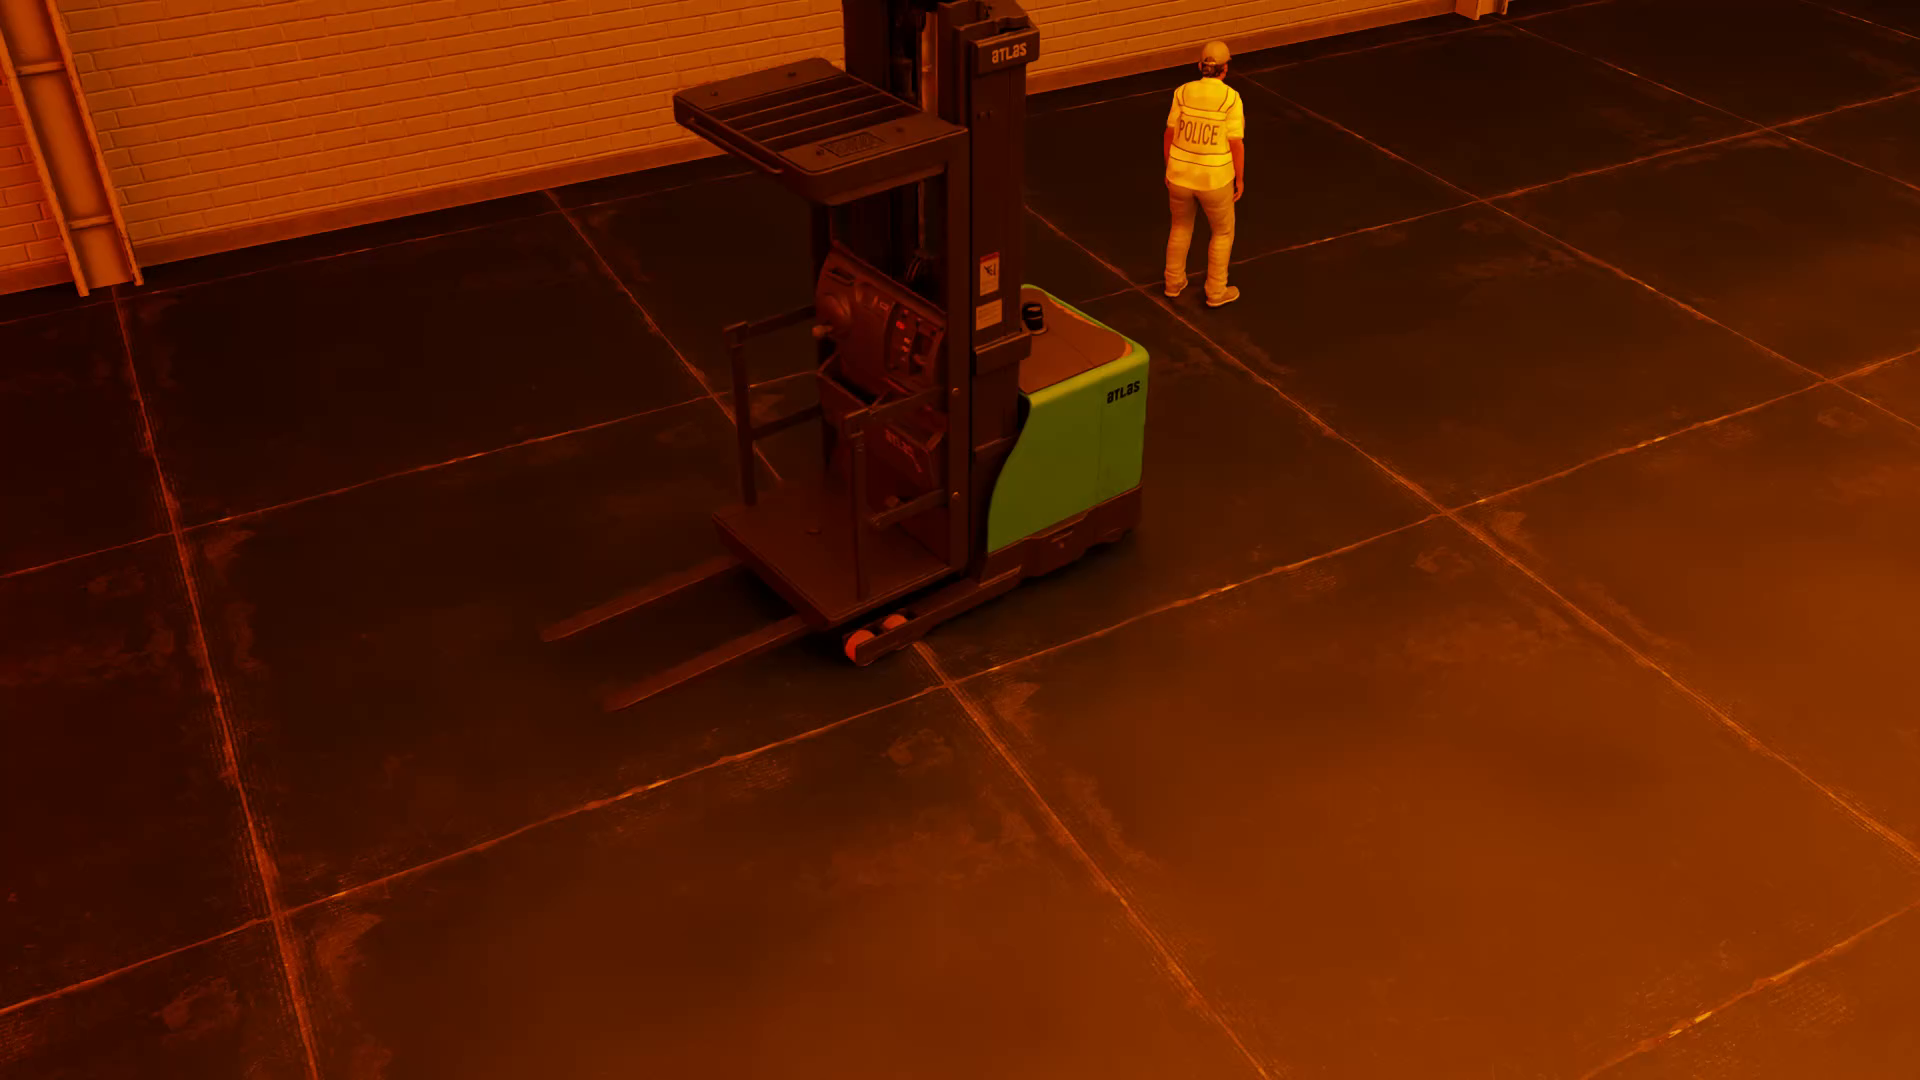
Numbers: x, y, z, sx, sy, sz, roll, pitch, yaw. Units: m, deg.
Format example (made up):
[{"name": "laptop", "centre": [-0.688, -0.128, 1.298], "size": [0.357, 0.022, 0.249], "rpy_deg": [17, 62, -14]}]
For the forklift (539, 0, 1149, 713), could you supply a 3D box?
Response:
[{"name": "forklift", "centre": [-0.534, -0.952, 7.470], "size": [3.031, 2.935, 1.130], "rpy_deg": [-24, 42, -30]}]

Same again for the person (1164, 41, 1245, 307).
[{"name": "person", "centre": [1.545, -2.291, 10.465], "size": [0.542, 1.665, 0.469], "rpy_deg": [17, 39, 23]}]
